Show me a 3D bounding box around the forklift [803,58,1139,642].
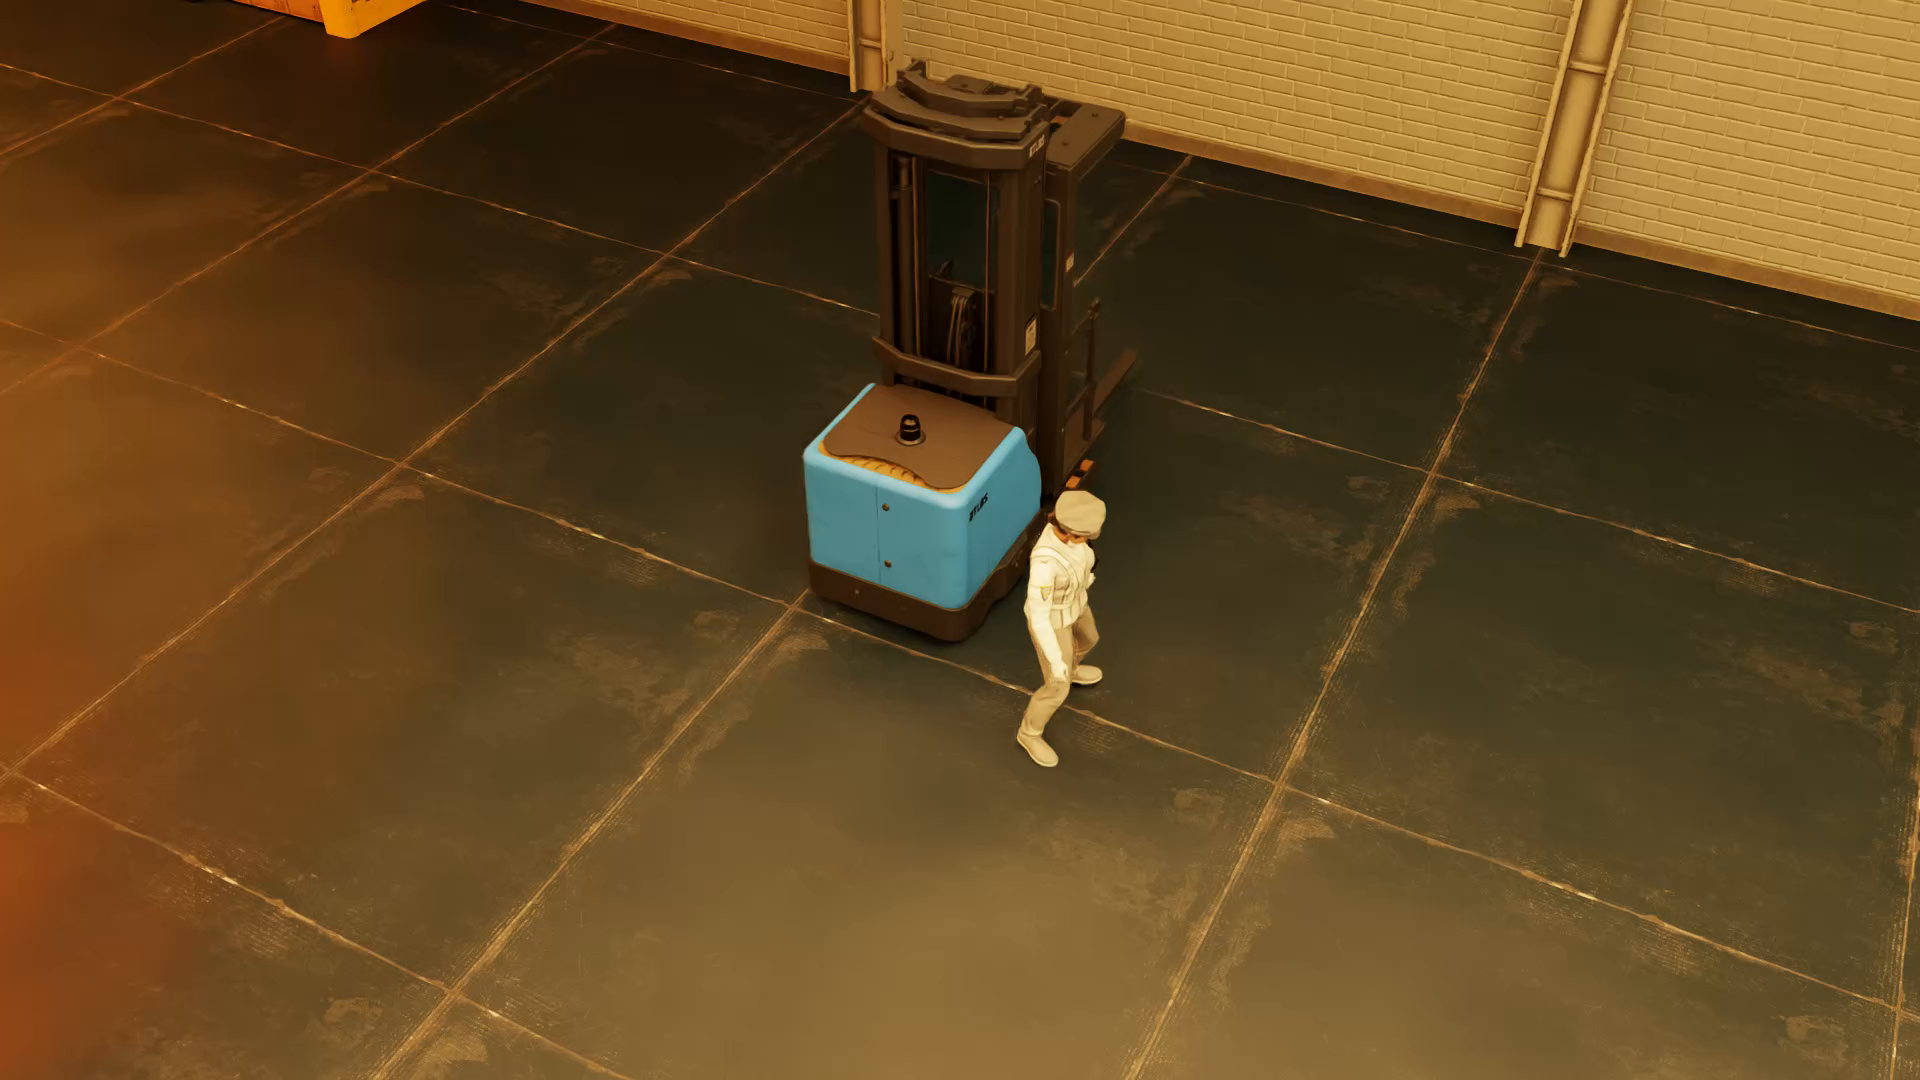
[{"bbox_3d":[0.238,-1.485,9.749,1.130,2.935,3.031,18,43,21],"label":"forklift"}]

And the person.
[{"bbox_3d":[0.547,0.371,8.568,0.400,1.626,0.849,16,43,18],"label":"person"}]
